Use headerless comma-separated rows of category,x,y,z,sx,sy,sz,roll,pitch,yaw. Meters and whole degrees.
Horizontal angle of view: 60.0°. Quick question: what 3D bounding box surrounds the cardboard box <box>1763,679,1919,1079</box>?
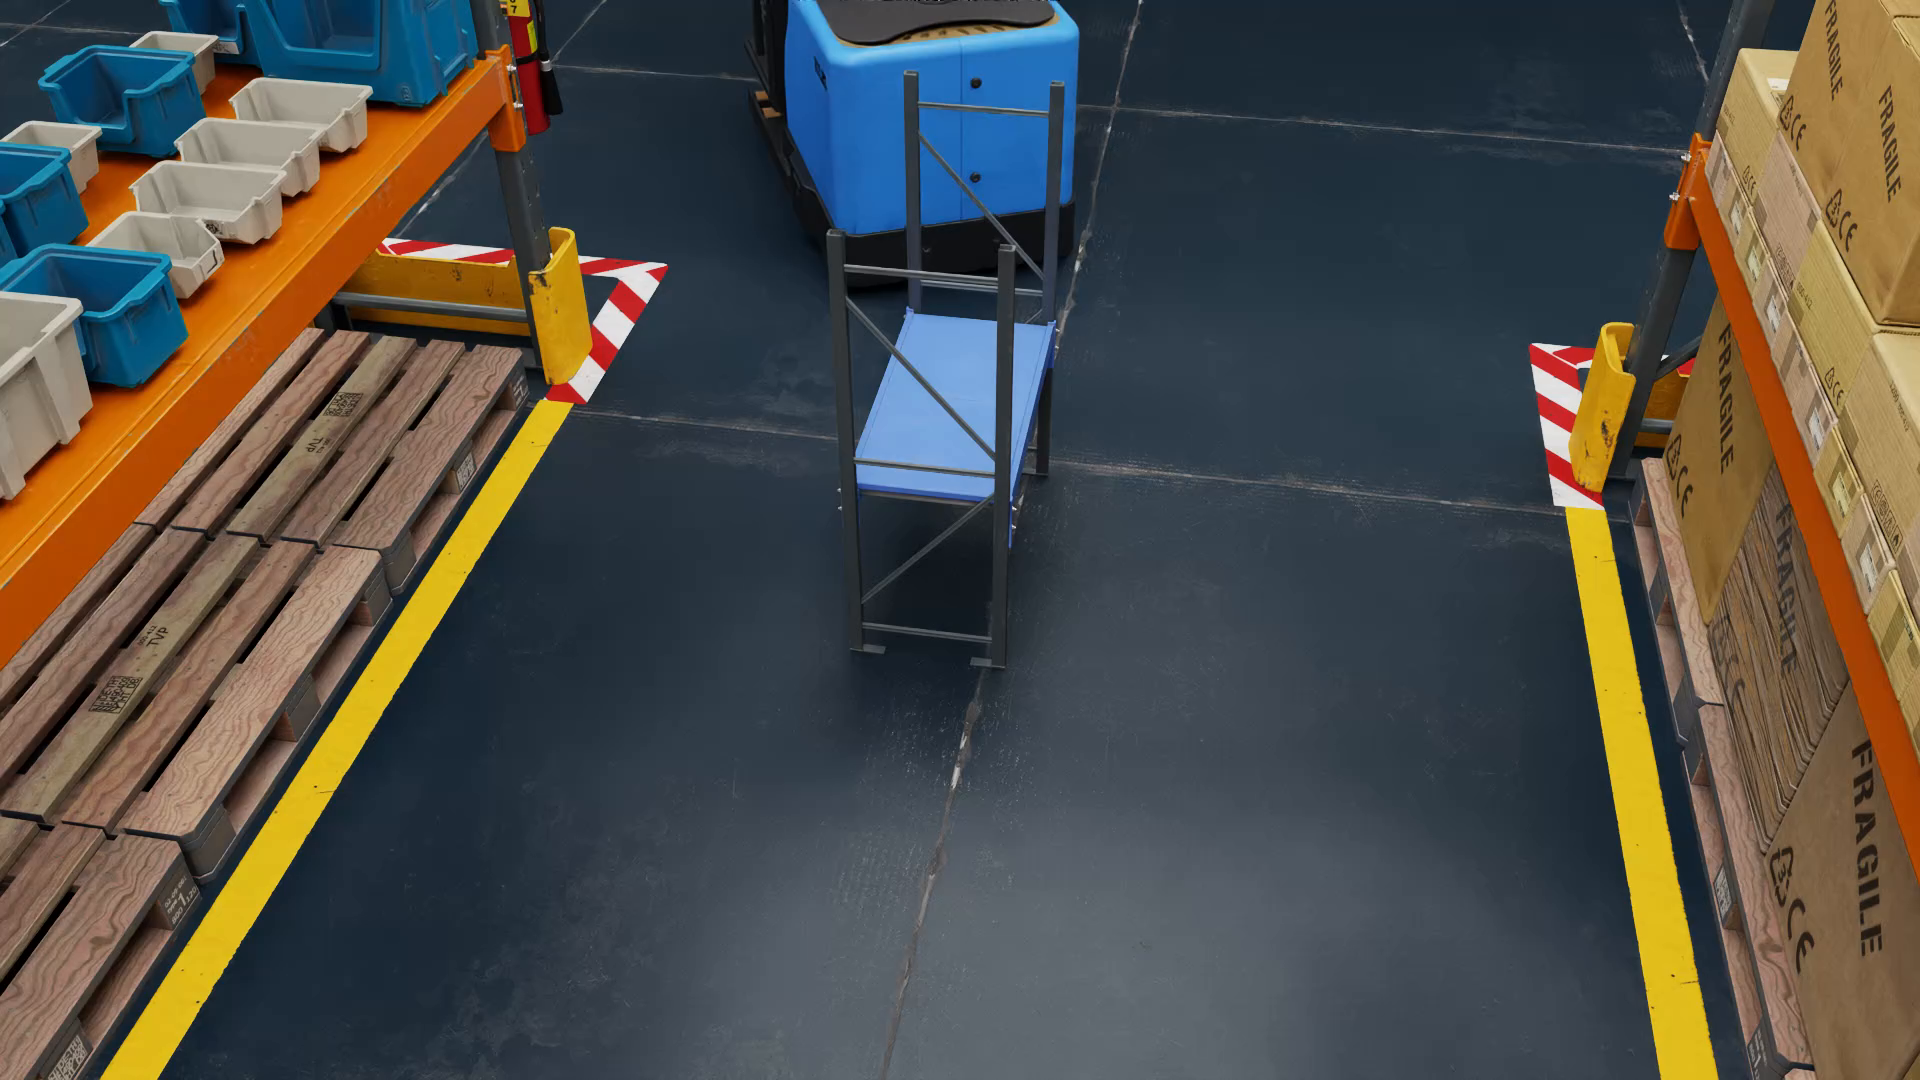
cardboard box,2.470,0.835,3.724,0.875,0.875,0.875,6,40,8

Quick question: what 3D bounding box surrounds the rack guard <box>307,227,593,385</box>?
rack guard,-2.073,-0.962,6.521,1.175,0.500,0.348,6,40,8

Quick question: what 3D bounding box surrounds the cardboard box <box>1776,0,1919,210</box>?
cardboard box,2.378,-1.123,4.050,0.500,0.500,0.500,5,40,7

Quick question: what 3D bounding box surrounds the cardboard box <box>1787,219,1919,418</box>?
cardboard box,2.291,-0.506,3.892,0.500,0.250,0.500,5,40,6

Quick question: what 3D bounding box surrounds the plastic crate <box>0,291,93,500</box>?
plastic crate,-2.311,-0.314,3.821,0.437,0.282,0.530,6,40,8

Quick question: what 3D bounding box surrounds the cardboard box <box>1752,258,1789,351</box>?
cardboard box,2.296,-0.593,4.311,0.380,0.149,0.250,6,40,7

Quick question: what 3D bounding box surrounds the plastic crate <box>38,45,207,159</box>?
plastic crate,-2.546,-1.335,5.095,0.416,0.233,0.300,6,40,8

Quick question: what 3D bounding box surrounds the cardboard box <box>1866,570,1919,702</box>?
cardboard box,2.074,0.211,3.338,0.380,0.149,0.250,6,40,7

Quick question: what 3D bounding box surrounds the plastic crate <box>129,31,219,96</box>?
plastic crate,-2.569,-1.519,5.393,0.250,0.136,0.298,6,40,8

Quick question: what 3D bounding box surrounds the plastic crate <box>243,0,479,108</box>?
plastic crate,-1.939,-1.715,5.395,0.616,0.435,0.499,6,40,8

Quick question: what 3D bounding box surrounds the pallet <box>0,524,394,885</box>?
pallet,-2.459,0.443,5.049,1.003,0.211,1.213,6,40,8

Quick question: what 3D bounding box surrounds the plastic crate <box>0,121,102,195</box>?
plastic crate,-2.686,-1.093,4.878,0.250,0.136,0.298,6,40,8

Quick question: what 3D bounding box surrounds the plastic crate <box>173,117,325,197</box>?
plastic crate,-2.092,-1.118,4.908,0.396,0.136,0.243,6,40,8

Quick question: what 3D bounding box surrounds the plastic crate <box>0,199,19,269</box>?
plastic crate,-2.711,-0.734,4.368,0.416,0.233,0.300,6,40,8

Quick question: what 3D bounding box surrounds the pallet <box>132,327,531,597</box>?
pallet,-2.246,-0.321,5.972,1.003,0.211,1.213,6,40,8

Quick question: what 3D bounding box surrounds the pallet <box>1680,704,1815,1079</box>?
pallet,2.539,0.986,4.392,1.003,0.211,1.213,6,40,8

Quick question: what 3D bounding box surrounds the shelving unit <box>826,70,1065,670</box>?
shelving unit,-0.015,-0.524,5.207,0.538,1.500,1.048,6,40,8

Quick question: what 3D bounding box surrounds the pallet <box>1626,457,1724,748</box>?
pallet,2.752,0.223,5.315,1.003,0.211,1.213,6,40,8

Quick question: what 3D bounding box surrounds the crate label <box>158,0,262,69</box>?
crate label,-2.432,-1.748,5.595,0.416,0.233,0.303,6,40,8

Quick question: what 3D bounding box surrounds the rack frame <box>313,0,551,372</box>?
rack frame,-2.065,-1.909,5.704,1.000,3.000,0.127,6,40,8

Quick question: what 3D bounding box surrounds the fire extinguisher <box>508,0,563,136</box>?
fire extinguisher,-1.591,-1.780,5.902,0.296,0.674,0.183,6,40,8

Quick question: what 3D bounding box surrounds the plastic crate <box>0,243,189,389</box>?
plastic crate,-2.167,-0.550,4.145,0.416,0.233,0.300,6,40,8

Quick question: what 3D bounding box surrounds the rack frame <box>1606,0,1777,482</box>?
rack frame,2.814,-1.362,5.044,1.000,3.000,0.127,6,40,8

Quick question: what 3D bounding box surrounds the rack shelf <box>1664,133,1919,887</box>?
rack shelf,2.468,0.170,3.755,1.077,0.370,4.000,6,40,8

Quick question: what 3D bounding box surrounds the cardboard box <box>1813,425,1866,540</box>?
cardboard box,2.162,-0.114,3.731,0.380,0.149,0.250,5,40,7

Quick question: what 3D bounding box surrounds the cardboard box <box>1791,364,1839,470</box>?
cardboard box,2.207,-0.272,3.922,0.380,0.149,0.250,6,40,7

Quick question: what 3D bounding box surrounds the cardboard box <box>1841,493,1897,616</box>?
cardboard box,2.119,0.051,3.531,0.380,0.149,0.250,7,40,8

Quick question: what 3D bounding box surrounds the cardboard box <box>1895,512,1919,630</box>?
cardboard box,2.115,0.140,3.111,0.500,0.250,0.500,7,40,9

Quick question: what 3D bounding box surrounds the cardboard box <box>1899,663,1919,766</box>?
cardboard box,2.029,0.371,3.144,0.380,0.149,0.250,7,40,9

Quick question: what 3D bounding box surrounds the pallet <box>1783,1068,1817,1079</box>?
pallet,2.330,1.754,3.463,1.003,0.211,1.213,6,40,8

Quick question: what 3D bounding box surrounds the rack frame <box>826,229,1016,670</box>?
rack frame,-0.103,-0.205,4.821,0.500,1.500,0.032,6,40,8

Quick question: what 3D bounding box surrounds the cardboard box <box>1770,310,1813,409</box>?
cardboard box,2.251,-0.434,4.118,0.380,0.149,0.250,6,40,7

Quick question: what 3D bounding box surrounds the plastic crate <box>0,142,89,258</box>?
plastic crate,-2.659,-0.922,4.596,0.416,0.233,0.300,6,40,8

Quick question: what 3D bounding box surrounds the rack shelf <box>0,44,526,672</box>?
rack shelf,-2.411,-0.376,4.415,1.077,0.370,4.000,6,40,8

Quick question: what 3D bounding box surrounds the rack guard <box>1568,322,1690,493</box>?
rack guard,2.818,-0.414,5.859,1.175,0.500,0.348,6,40,8

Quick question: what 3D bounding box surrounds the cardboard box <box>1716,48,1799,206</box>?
cardboard box,2.465,-1.148,4.668,0.500,0.250,0.500,5,40,6

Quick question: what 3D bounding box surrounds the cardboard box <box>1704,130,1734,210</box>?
cardboard box,2.427,-1.079,4.898,0.380,0.149,0.250,7,40,8

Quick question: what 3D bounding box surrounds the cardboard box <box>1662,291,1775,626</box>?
cardboard box,2.782,-0.295,5.091,0.875,0.875,0.875,6,40,8

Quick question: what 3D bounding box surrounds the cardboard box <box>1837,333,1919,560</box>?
cardboard box,2.206,-0.178,3.495,0.500,0.250,0.500,6,40,7

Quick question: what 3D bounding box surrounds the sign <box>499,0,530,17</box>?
sign,-1.520,-1.921,5.591,0.100,0.325,0.005,6,40,8

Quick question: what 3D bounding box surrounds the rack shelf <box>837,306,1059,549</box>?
rack shelf,-0.015,-0.386,5.322,0.538,0.185,1.000,6,40,8

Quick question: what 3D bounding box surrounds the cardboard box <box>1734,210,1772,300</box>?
cardboard box,2.340,-0.757,4.509,0.380,0.149,0.250,6,40,7

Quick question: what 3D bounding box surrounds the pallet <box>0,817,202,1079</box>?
pallet,-2.668,1.211,4.120,1.003,0.211,1.213,6,40,8

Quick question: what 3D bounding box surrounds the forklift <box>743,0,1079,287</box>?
forklift,-0.414,-3.126,7.231,1.130,2.935,3.031,-11,41,-12

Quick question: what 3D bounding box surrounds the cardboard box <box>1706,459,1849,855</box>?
cardboard box,2.624,0.276,4.400,0.875,0.875,0.875,6,40,8

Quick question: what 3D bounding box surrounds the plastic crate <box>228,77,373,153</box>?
plastic crate,-2.027,-1.298,5.126,0.396,0.136,0.243,6,40,8

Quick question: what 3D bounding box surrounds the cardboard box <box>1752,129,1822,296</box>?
cardboard box,2.381,-0.821,4.273,0.500,0.250,0.500,6,40,7

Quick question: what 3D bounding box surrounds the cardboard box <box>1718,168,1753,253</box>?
cardboard box,2.384,-0.918,4.703,0.380,0.149,0.250,6,40,7

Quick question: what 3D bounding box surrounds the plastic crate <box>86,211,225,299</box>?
plastic crate,-2.149,-0.753,4.466,0.298,0.136,0.250,6,40,8

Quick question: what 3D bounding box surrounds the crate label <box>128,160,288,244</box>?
crate label,-2.116,-0.941,4.693,0.396,0.136,0.243,6,40,8

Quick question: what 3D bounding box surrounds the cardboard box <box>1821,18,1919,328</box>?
cardboard box,2.294,-0.797,3.656,0.500,0.500,0.500,5,40,6

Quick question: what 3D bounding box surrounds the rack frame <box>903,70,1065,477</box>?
rack frame,0.073,-0.844,5.593,0.500,1.500,0.032,6,40,8
